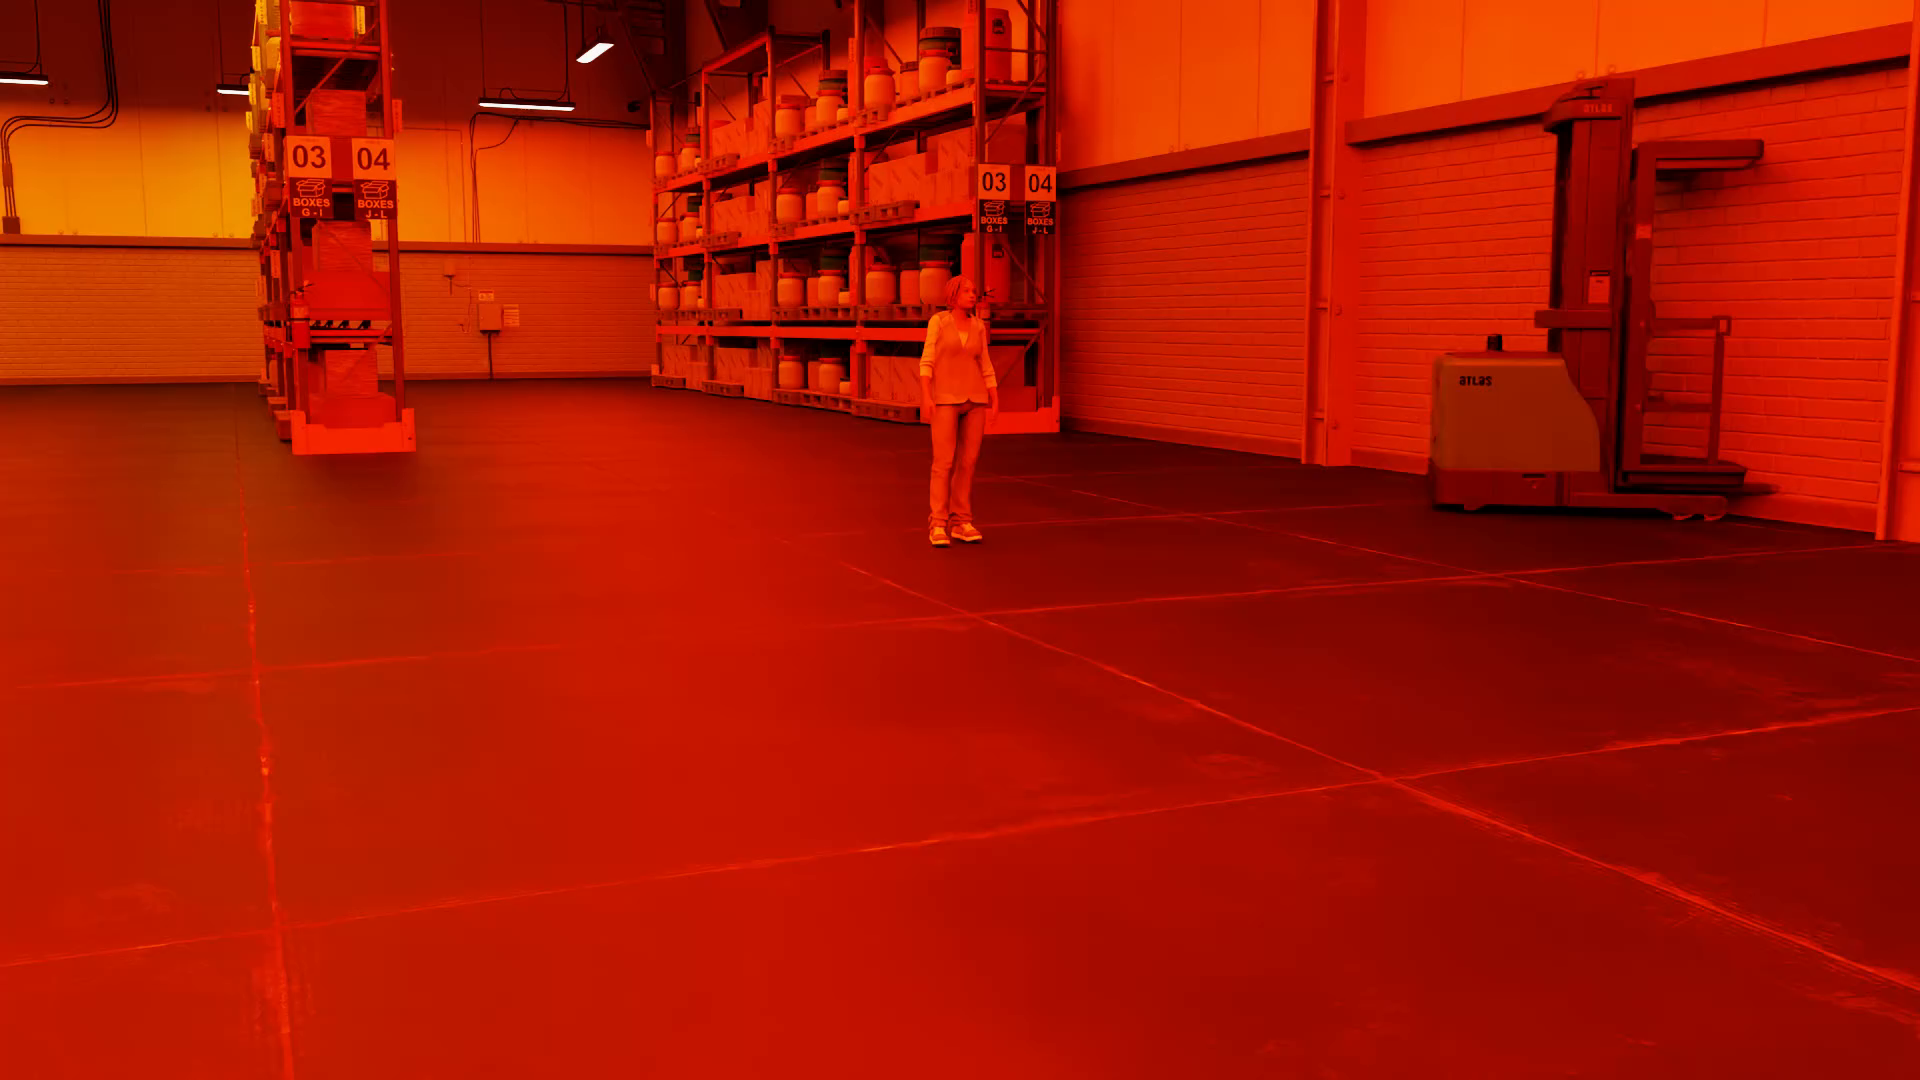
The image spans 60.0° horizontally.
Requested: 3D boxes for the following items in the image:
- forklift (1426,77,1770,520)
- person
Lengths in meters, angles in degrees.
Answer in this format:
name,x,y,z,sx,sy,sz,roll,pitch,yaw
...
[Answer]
name,x,y,z,sx,sy,sz,roll,pitch,yaw
forklift,4.887,-1.662,11.546,3.031,2.935,1.130,2,8,11
person,0.016,-0.790,9.976,0.520,1.597,0.475,-3,8,-23
